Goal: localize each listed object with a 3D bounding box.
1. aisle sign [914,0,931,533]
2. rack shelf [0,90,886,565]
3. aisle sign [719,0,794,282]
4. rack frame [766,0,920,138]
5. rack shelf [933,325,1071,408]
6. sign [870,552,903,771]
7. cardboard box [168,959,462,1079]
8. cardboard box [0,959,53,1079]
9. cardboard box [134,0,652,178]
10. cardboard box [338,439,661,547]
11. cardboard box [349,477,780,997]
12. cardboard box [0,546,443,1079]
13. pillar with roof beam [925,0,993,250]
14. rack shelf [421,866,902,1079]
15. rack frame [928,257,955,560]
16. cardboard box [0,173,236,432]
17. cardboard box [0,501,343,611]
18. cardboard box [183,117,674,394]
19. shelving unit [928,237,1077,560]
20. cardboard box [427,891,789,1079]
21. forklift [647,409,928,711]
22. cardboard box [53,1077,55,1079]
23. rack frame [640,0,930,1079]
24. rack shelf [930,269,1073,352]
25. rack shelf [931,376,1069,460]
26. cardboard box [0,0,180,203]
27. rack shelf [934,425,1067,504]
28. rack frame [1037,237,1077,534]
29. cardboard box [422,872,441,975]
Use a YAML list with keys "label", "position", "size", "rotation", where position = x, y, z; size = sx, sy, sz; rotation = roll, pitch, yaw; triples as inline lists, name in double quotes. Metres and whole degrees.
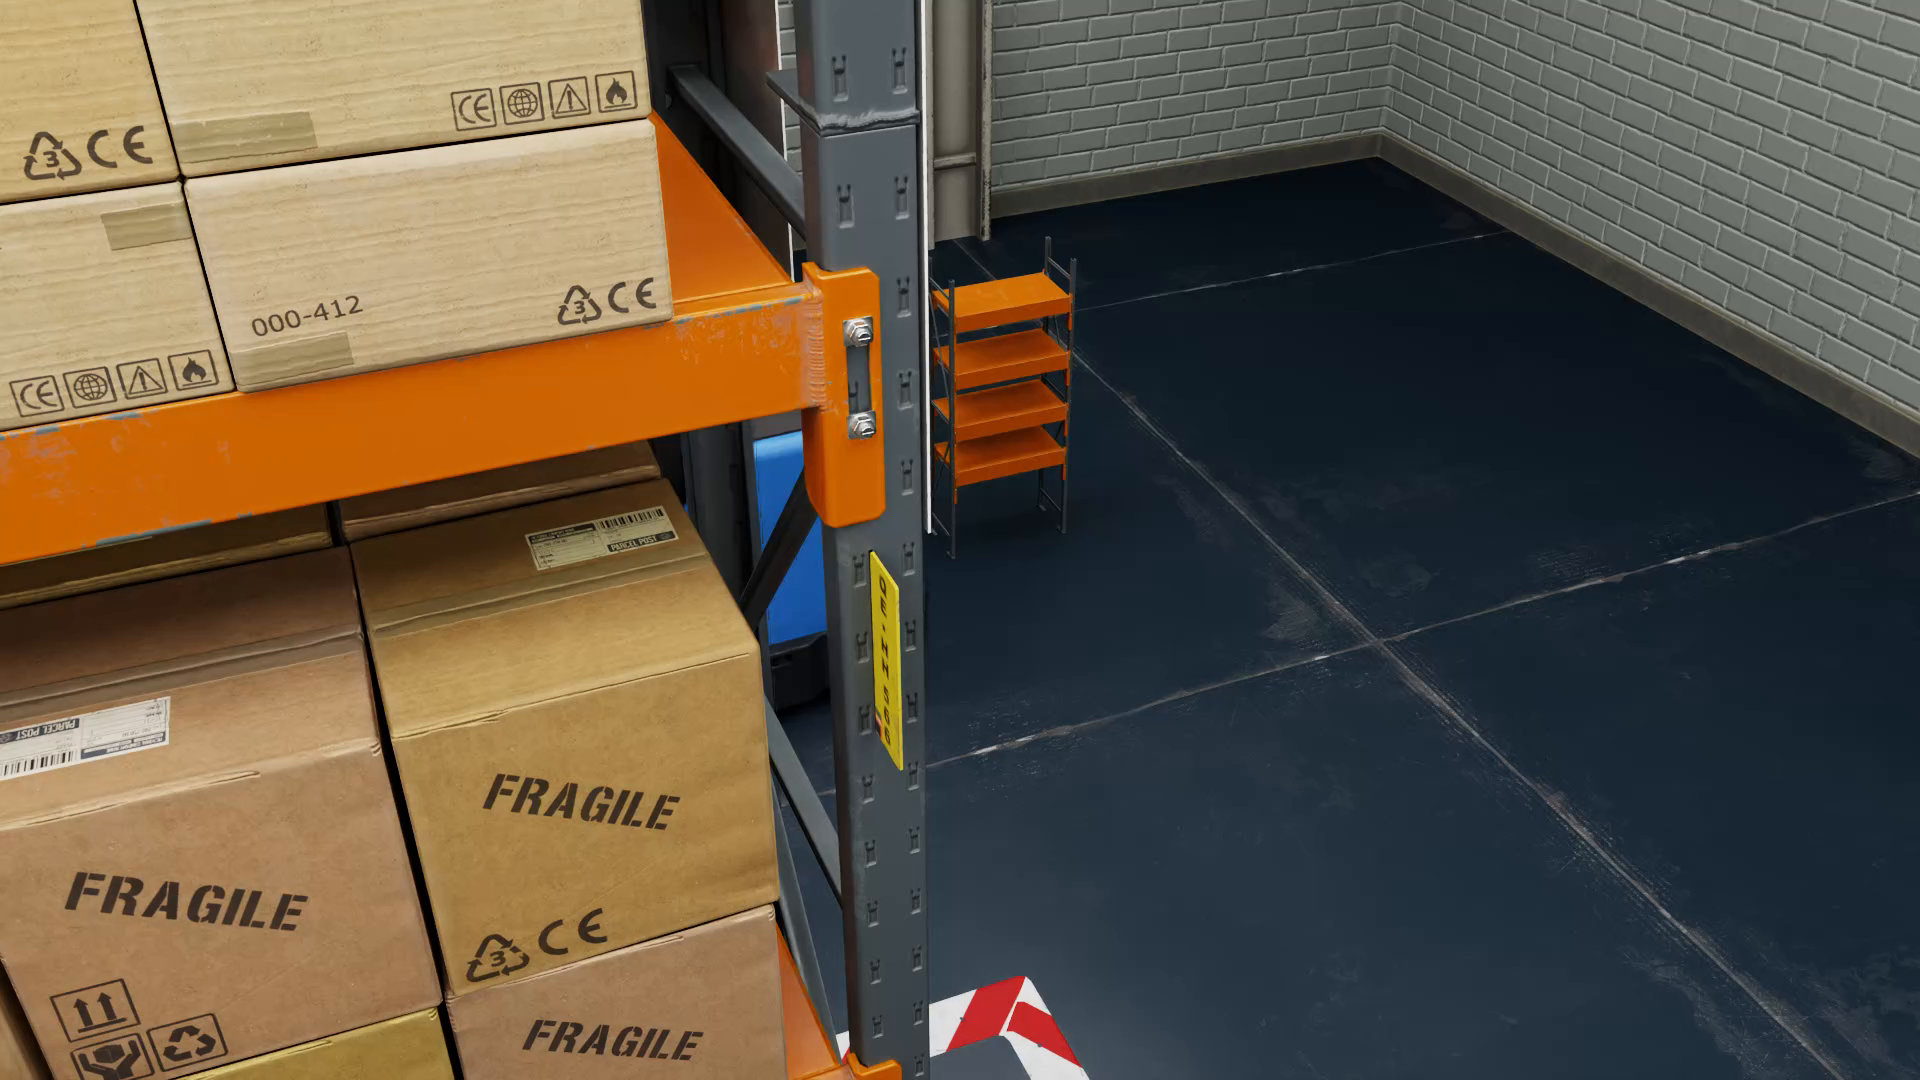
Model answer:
- label: "aisle sign"
  position: [-0.119, -0.439, 2.291]
  size: [0.004, 0.787, 0.394]
  rotation: [-13, 35, -19]
- label: "rack shelf"
  position: [-2.145, -0.022, 1.943]
  size: [4.000, 0.370, 1.077]
  rotation: [-13, 35, -19]
- label: "aisle sign"
  position: [-0.352, -0.741, 2.754]
  size: [0.004, 0.787, 0.394]
  rotation: [-13, 35, -19]
- label: "rack frame"
  position: [-0.301, -2.004, 1.578]
  size: [0.127, 3.000, 1.000]
  rotation: [-13, 35, -19]
- label: "rack shelf"
  position: [0.153, -0.669, 6.391]
  size: [0.480, 0.148, 0.258]
  rotation: [-13, 35, -19]
- label: "sign"
  position: [-0.105, 0.177, 2.377]
  size: [0.005, 0.325, 0.100]
  rotation: [-13, 35, -19]
- label: "cardboard box"
  position: [-1.085, 0.812, 2.660]
  size: [0.500, 0.500, 0.500]
  rotation: [-13, 35, -19]
- label: "cardboard box"
  position: [-1.547, 0.501, 2.221]
  size: [0.500, 0.500, 0.500]
  rotation: [-12, 35, -18]
- label: "cardboard box"
  position: [-0.676, -0.656, 1.937]
  size: [0.500, 0.250, 0.500]
  rotation: [-13, 35, -19]
- label: "cardboard box"
  position: [-0.812, 0.011, 2.974]
  size: [0.500, 0.500, 0.500]
  rotation: [-12, 35, -17]
- label: "cardboard box"
  position: [-0.605, 0.282, 2.557]
  size: [0.500, 0.500, 0.500]
  rotation: [-13, 35, -19]
- label: "cardboard box"
  position: [-1.070, 0.389, 2.393]
  size: [0.500, 0.500, 0.500]
  rotation: [-12, 35, -18]
- label: "pillar with roof beam"
  position: [1.599, -3.334, 3.623]
  size: [0.400, 9.000, 9.100]
  rotation: [-13, 35, -19]
- label: "rack shelf"
  position: [-2.145, 1.235, 2.761]
  size: [4.000, 0.370, 1.077]
  rotation: [-13, 35, -19]
- label: "rack frame"
  position: [-0.072, -0.486, 6.397]
  size: [0.015, 1.200, 0.240]
  rotation: [-13, 35, -19]
- label: "cardboard box"
  position: [-1.138, -0.342, 1.913]
  size: [0.500, 0.250, 0.500]
  rotation: [-13, 35, -19]
- label: "cardboard box"
  position: [-1.291, 0.125, 2.798]
  size: [0.500, 0.500, 0.500]
  rotation: [-13, 35, -18]
- label: "cardboard box"
  position: [-0.673, -0.442, 2.067]
  size: [0.500, 0.250, 0.500]
  rotation: [-13, 35, -19]
- label: "shelving unit"
  position: [0.153, -0.538, 6.476]
  size: [0.503, 1.200, 0.258]
  rotation: [-13, 35, -19]
- label: "cardboard box"
  position: [-0.608, 0.701, 2.831]
  size: [0.500, 0.500, 0.500]
  rotation: [-12, 35, -17]
- label: "forklift"
  position: [-1.673, -0.654, 5.067]
  size: [3.031, 2.935, 1.130]
  rotation: [-14, 36, -21]
- label: "cardboard box"
  position: [-1.548, 0.914, 2.502]
  size: [0.500, 0.500, 0.500]
  rotation: [-13, 35, -19]
- label: "rack frame"
  position: [-0.301, 0.511, 3.214]
  size: [0.127, 3.000, 1.000]
  rotation: [-13, 35, -19]
- label: "rack shelf"
  position: [0.153, -0.867, 6.262]
  size: [0.480, 0.148, 0.258]
  rotation: [-13, 35, -19]
- label: "rack shelf"
  position: [0.153, -0.481, 6.513]
  size: [0.480, 0.148, 0.258]
  rotation: [-13, 35, -19]
- label: "cardboard box"
  position: [-1.137, -0.550, 1.774]
  size: [0.500, 0.250, 0.500]
  rotation: [-13, 35, -19]
- label: "rack shelf"
  position: [0.153, -0.315, 6.621]
  size: [0.480, 0.148, 0.258]
  rotation: [-13, 35, -19]
- label: "rack frame"
  position: [0.378, -0.589, 6.556]
  size: [0.015, 1.200, 0.240]
  rotation: [-13, 35, -19]
- label: "cardboard box"
  position: [-1.286, 0.542, 3.075]
  size: [0.500, 0.500, 0.500]
  rotation: [-13, 35, -19]
